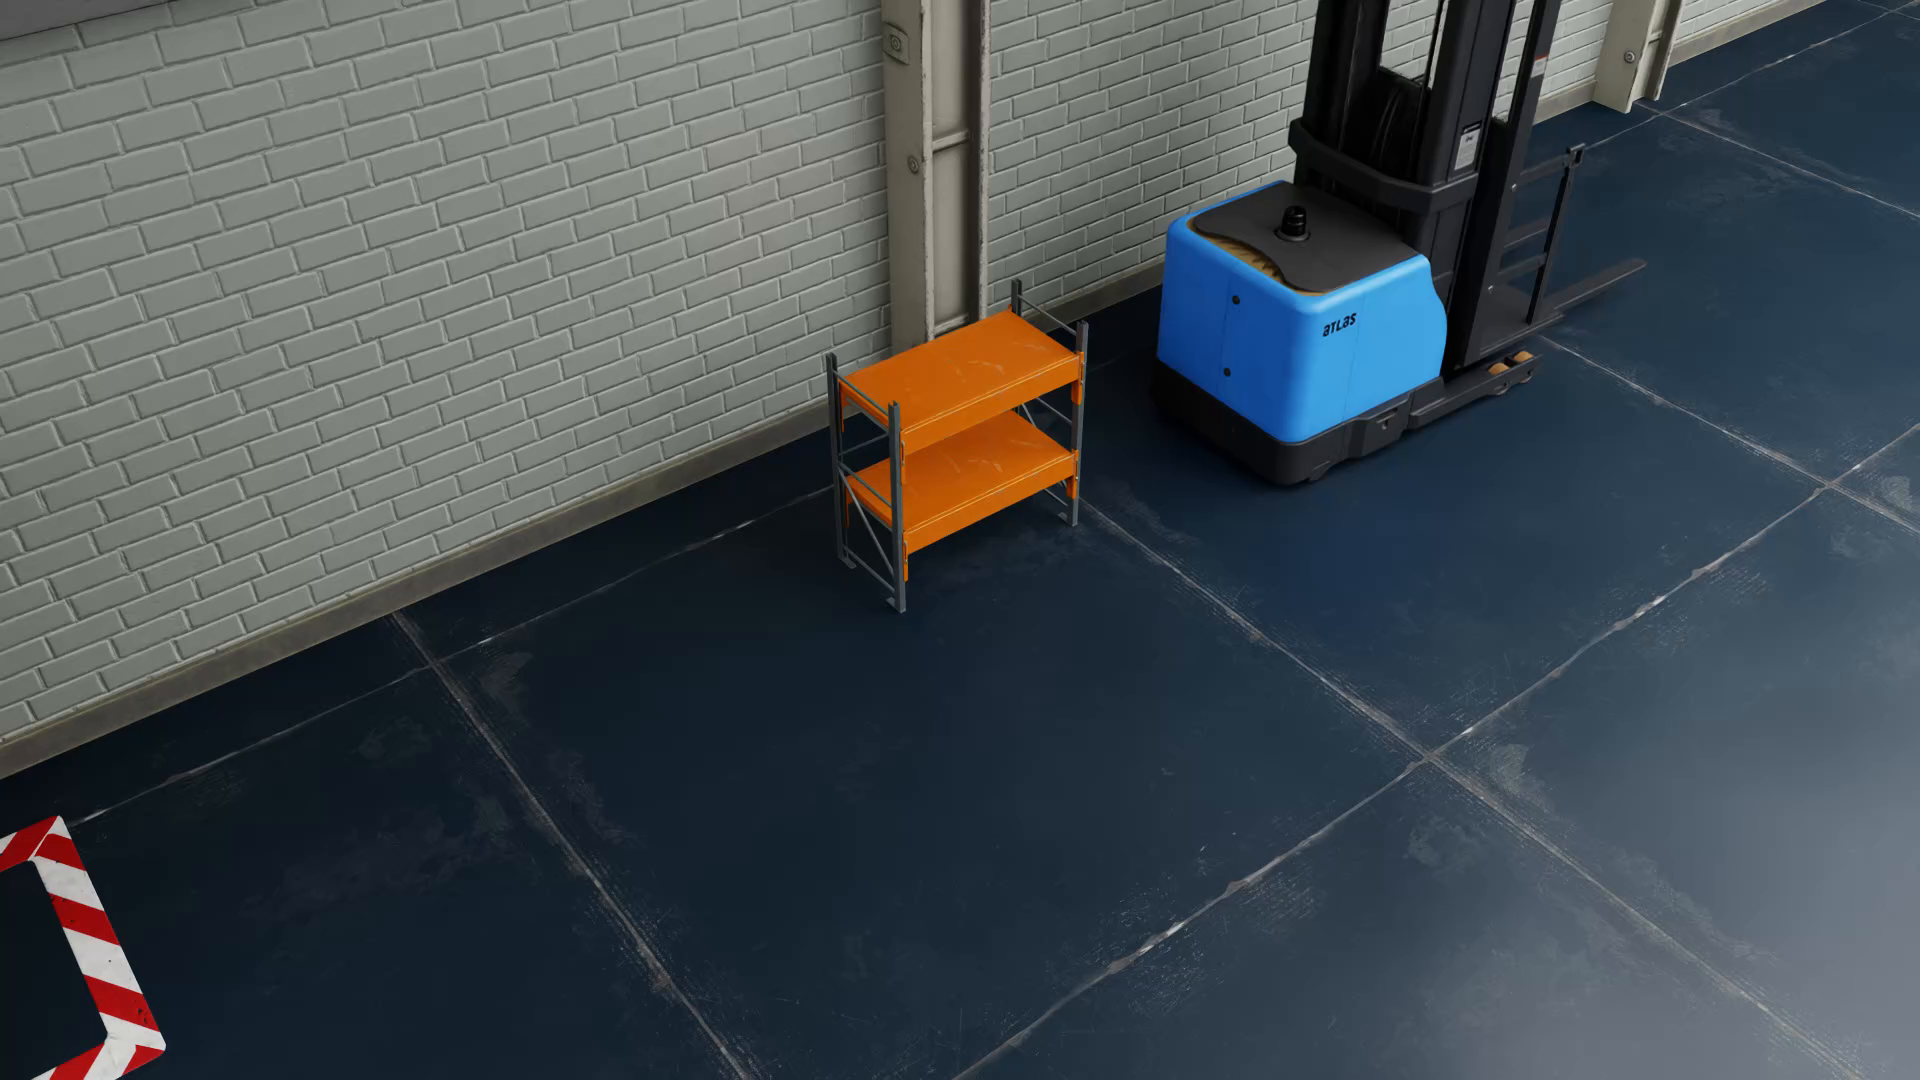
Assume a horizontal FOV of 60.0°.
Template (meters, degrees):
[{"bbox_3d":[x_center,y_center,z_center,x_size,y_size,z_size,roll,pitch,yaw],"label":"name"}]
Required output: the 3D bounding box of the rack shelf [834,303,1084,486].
[{"bbox_3d":[-0.005,-0.659,7.338,1.000,0.278,0.538,-26,46,-28],"label":"rack shelf"}]

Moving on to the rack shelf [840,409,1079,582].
[{"bbox_3d":[-0.005,-0.243,7.679,1.000,0.278,0.538,-26,46,-28],"label":"rack shelf"}]

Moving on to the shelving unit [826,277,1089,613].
[{"bbox_3d":[-0.005,-0.432,7.524,1.048,1.125,0.538,-26,46,-28],"label":"shelving unit"}]

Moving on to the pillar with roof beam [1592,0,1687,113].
[{"bbox_3d":[7.274,-4.409,6.163,0.400,9.000,9.100,-26,46,-28],"label":"pillar with roof beam"}]

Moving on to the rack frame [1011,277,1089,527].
[{"bbox_3d":[0.398,-0.629,7.763,0.032,1.125,0.500,-26,46,-28],"label":"rack frame"}]

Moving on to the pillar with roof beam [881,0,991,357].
[{"bbox_3d":[2.517,-2.090,3.336,0.400,9.000,9.100,-26,46,-28],"label":"pillar with roof beam"}]

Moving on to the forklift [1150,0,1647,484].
[{"bbox_3d":[2.489,-2.151,8.195,3.031,2.935,1.130,-25,45,-27],"label":"forklift"}]

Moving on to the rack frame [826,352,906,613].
[{"bbox_3d":[-0.408,-0.236,7.284,0.032,1.125,0.500,-26,46,-28],"label":"rack frame"}]
